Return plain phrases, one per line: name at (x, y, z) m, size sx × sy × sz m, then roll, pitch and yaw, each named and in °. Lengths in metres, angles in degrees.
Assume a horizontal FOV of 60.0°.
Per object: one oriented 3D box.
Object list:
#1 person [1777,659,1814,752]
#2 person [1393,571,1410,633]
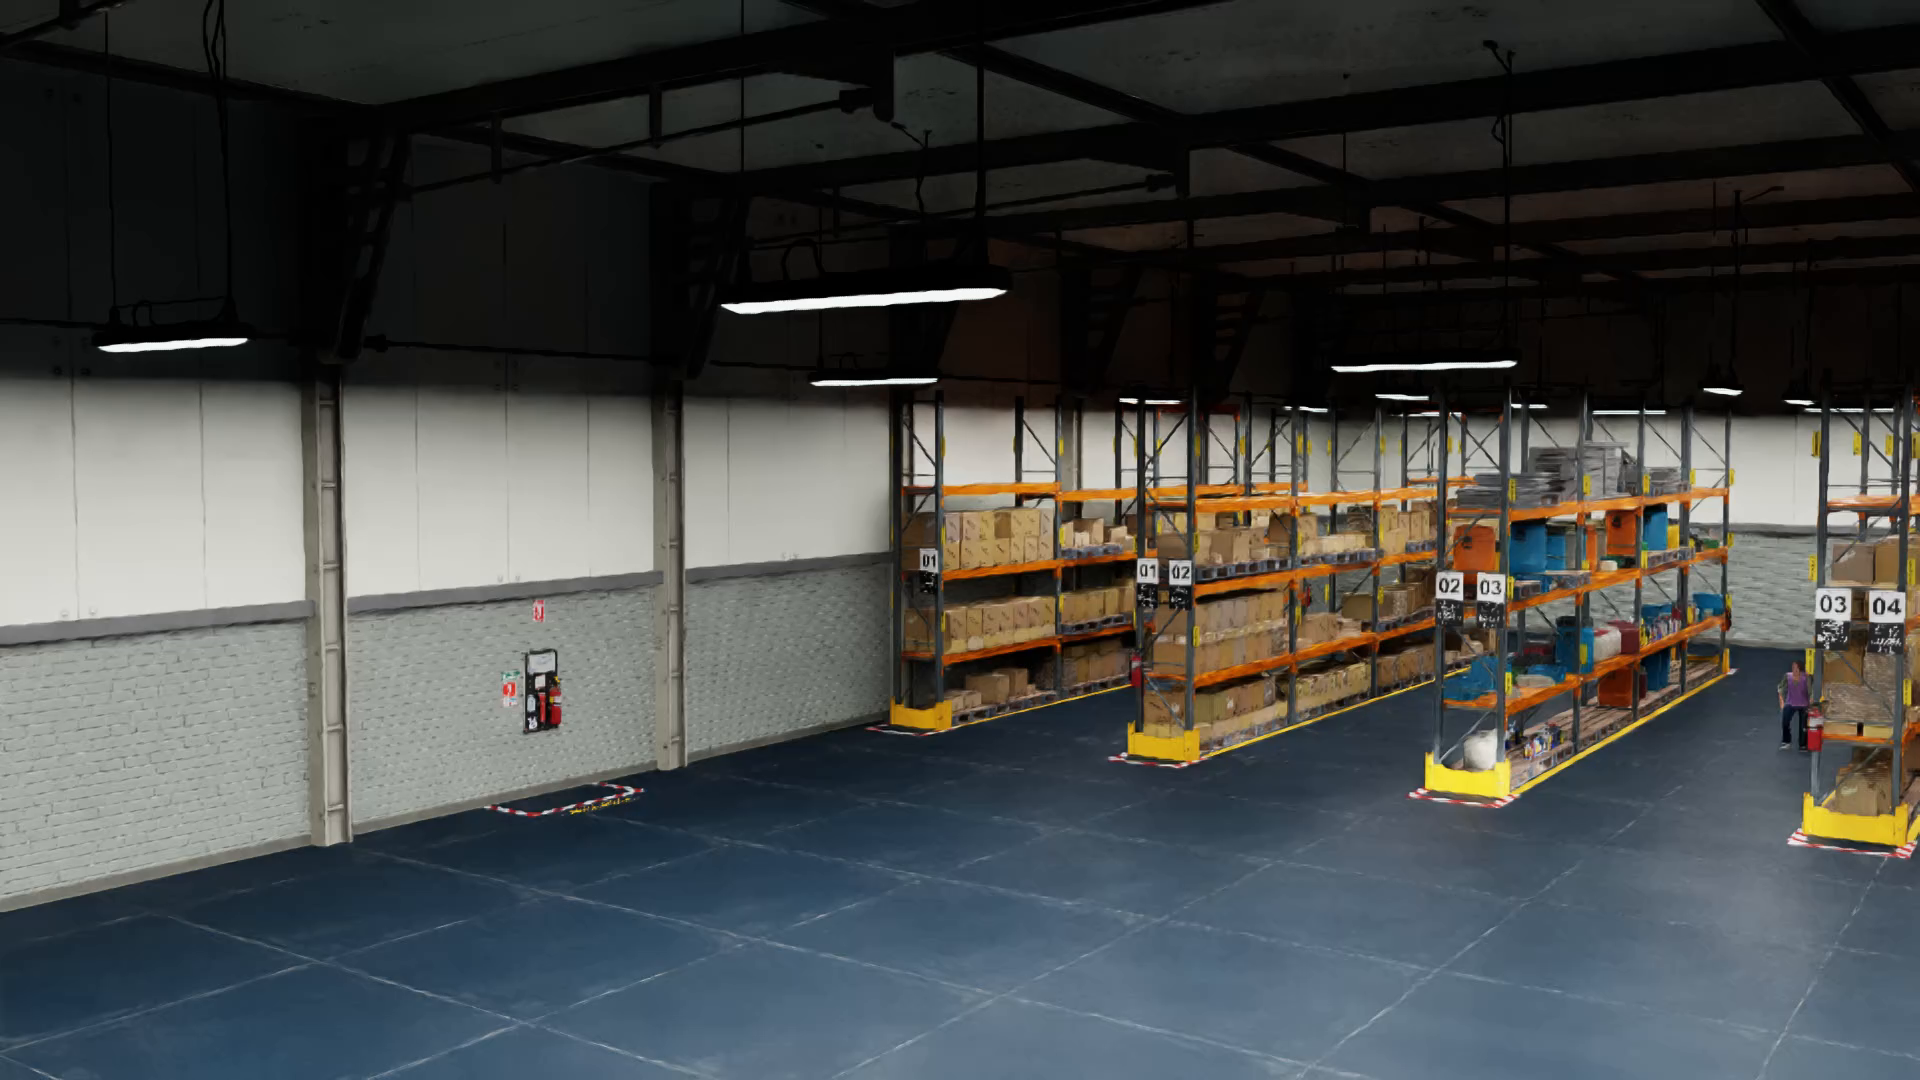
person at (13.700, 2.704, 27.248) m, size 0.566 × 1.541 × 0.519 m, roll 2°, pitch 4°, yaw 32°
person at (11.698, 1.652, 44.126) m, size 0.588 × 1.700 × 1.189 m, roll 2°, pitch 4°, yaw 33°
